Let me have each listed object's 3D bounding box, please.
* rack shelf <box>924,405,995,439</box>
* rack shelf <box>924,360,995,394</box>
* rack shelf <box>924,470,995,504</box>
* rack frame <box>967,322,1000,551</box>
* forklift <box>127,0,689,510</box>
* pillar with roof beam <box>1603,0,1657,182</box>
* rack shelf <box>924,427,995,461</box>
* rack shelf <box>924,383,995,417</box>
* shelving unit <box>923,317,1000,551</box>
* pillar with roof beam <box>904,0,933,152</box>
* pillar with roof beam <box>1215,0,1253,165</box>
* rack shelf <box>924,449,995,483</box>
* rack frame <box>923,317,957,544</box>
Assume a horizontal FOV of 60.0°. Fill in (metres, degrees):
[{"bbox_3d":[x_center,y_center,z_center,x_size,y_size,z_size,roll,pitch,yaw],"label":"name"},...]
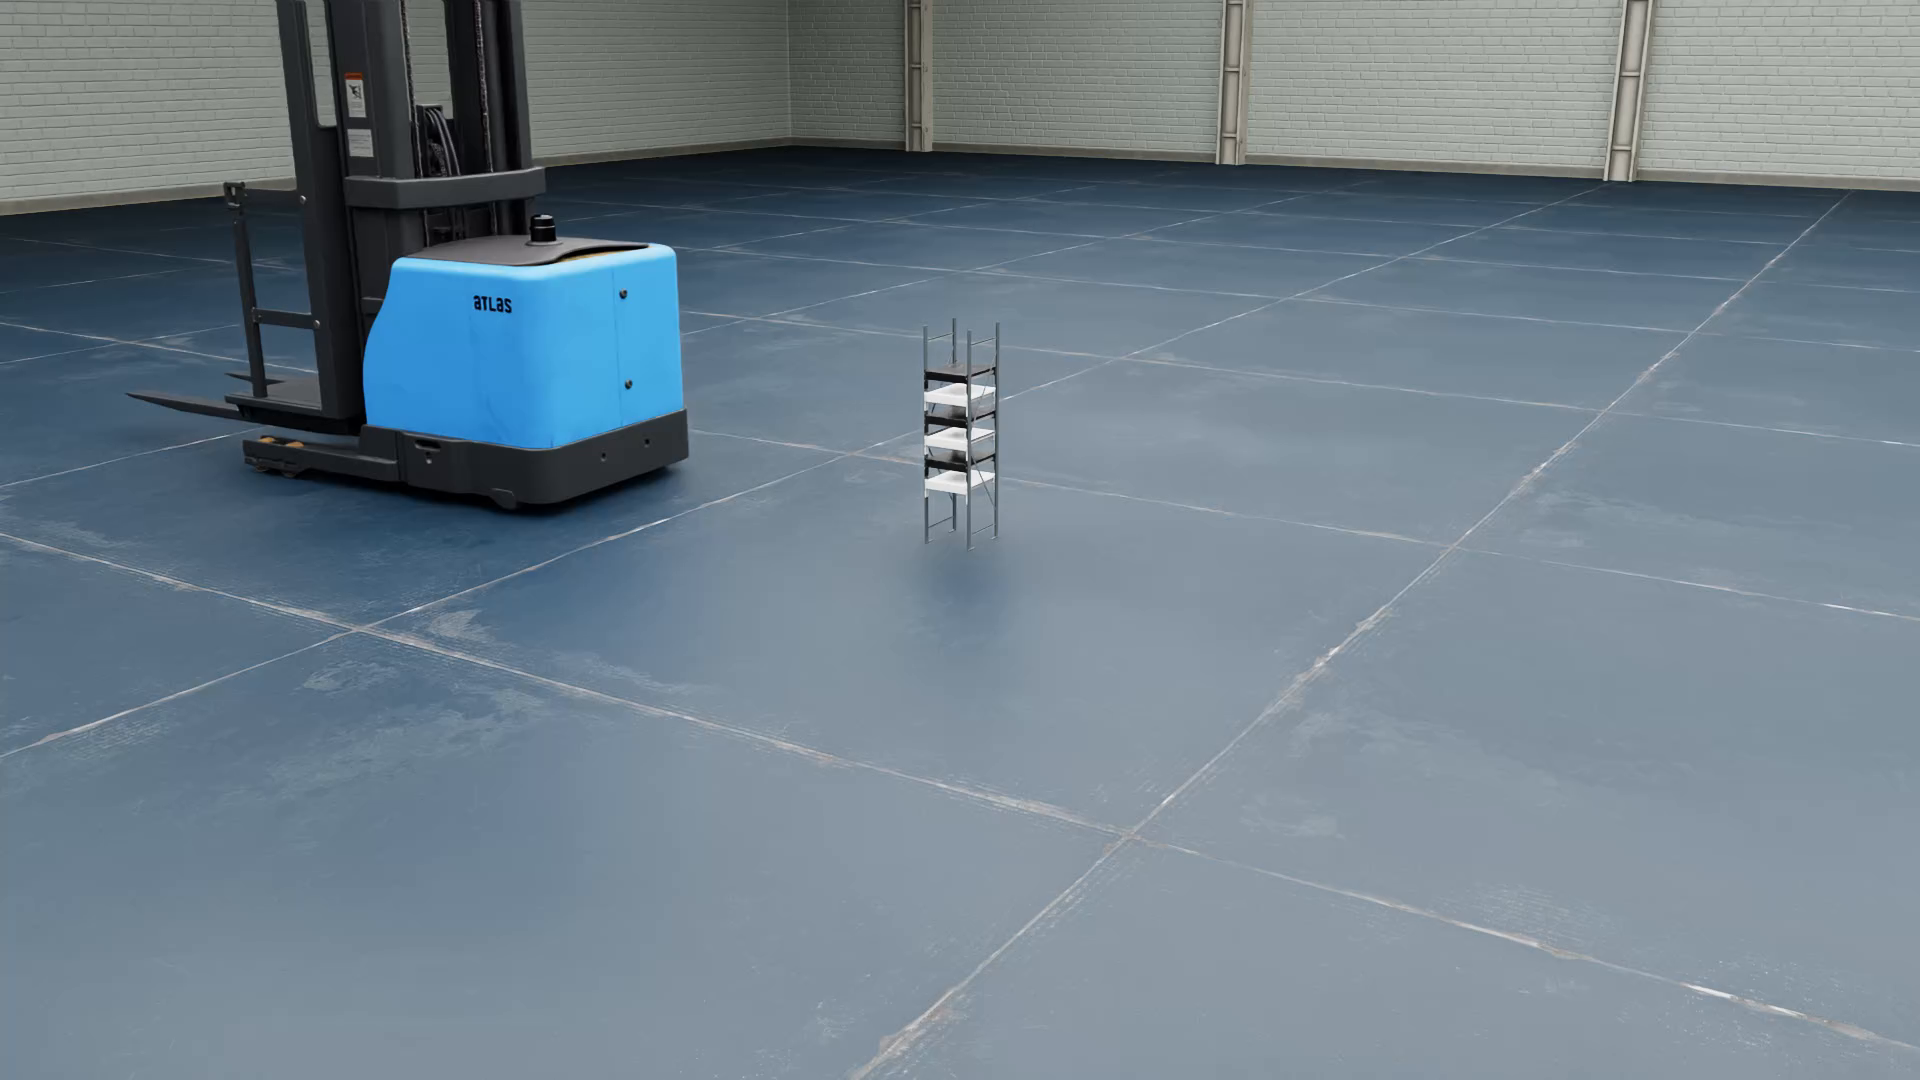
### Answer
[{"bbox_3d":[0.007,-0.484,6.730,0.200,0.077,0.258,10,20,30],"label":"rack shelf"},{"bbox_3d":[0.007,-0.656,6.678,0.200,0.077,0.258,10,20,30],"label":"rack shelf"},{"bbox_3d":[0.007,-0.225,6.808,0.200,0.077,0.258,10,20,30],"label":"rack shelf"},{"bbox_3d":[0.094,-0.414,6.695,0.006,0.900,0.240,10,20,30],"label":"rack frame"},{"bbox_3d":[-2.835,-1.821,7.835,3.031,2.935,1.130,9,19,28],"label":"forklift"},{"bbox_3d":[7.241,-8.419,19.114,0.400,9.000,9.100,10,20,30],"label":"pillar with roof beam"},{"bbox_3d":[0.007,-0.397,6.756,0.200,0.077,0.258,10,20,30],"label":"rack shelf"},{"bbox_3d":[0.007,-0.570,6.704,0.200,0.077,0.258,10,20,30],"label":"rack shelf"},{"bbox_3d":[0.007,-0.429,6.746,0.210,0.900,0.258,10,20,30],"label":"shelving unit"},{"bbox_3d":[-2.984,-10.244,25.123,0.400,9.000,9.100,10,20,30],"label":"pillar with roof beam"},{"bbox_3d":[2.128,-9.331,22.118,0.400,9.000,9.100,10,20,30],"label":"pillar with roof beam"},{"bbox_3d":[0.007,-0.311,6.782,0.200,0.077,0.258,10,20,30],"label":"rack shelf"},{"bbox_3d":[-0.080,-0.445,6.797,0.006,0.900,0.240,10,20,30],"label":"rack frame"}]
